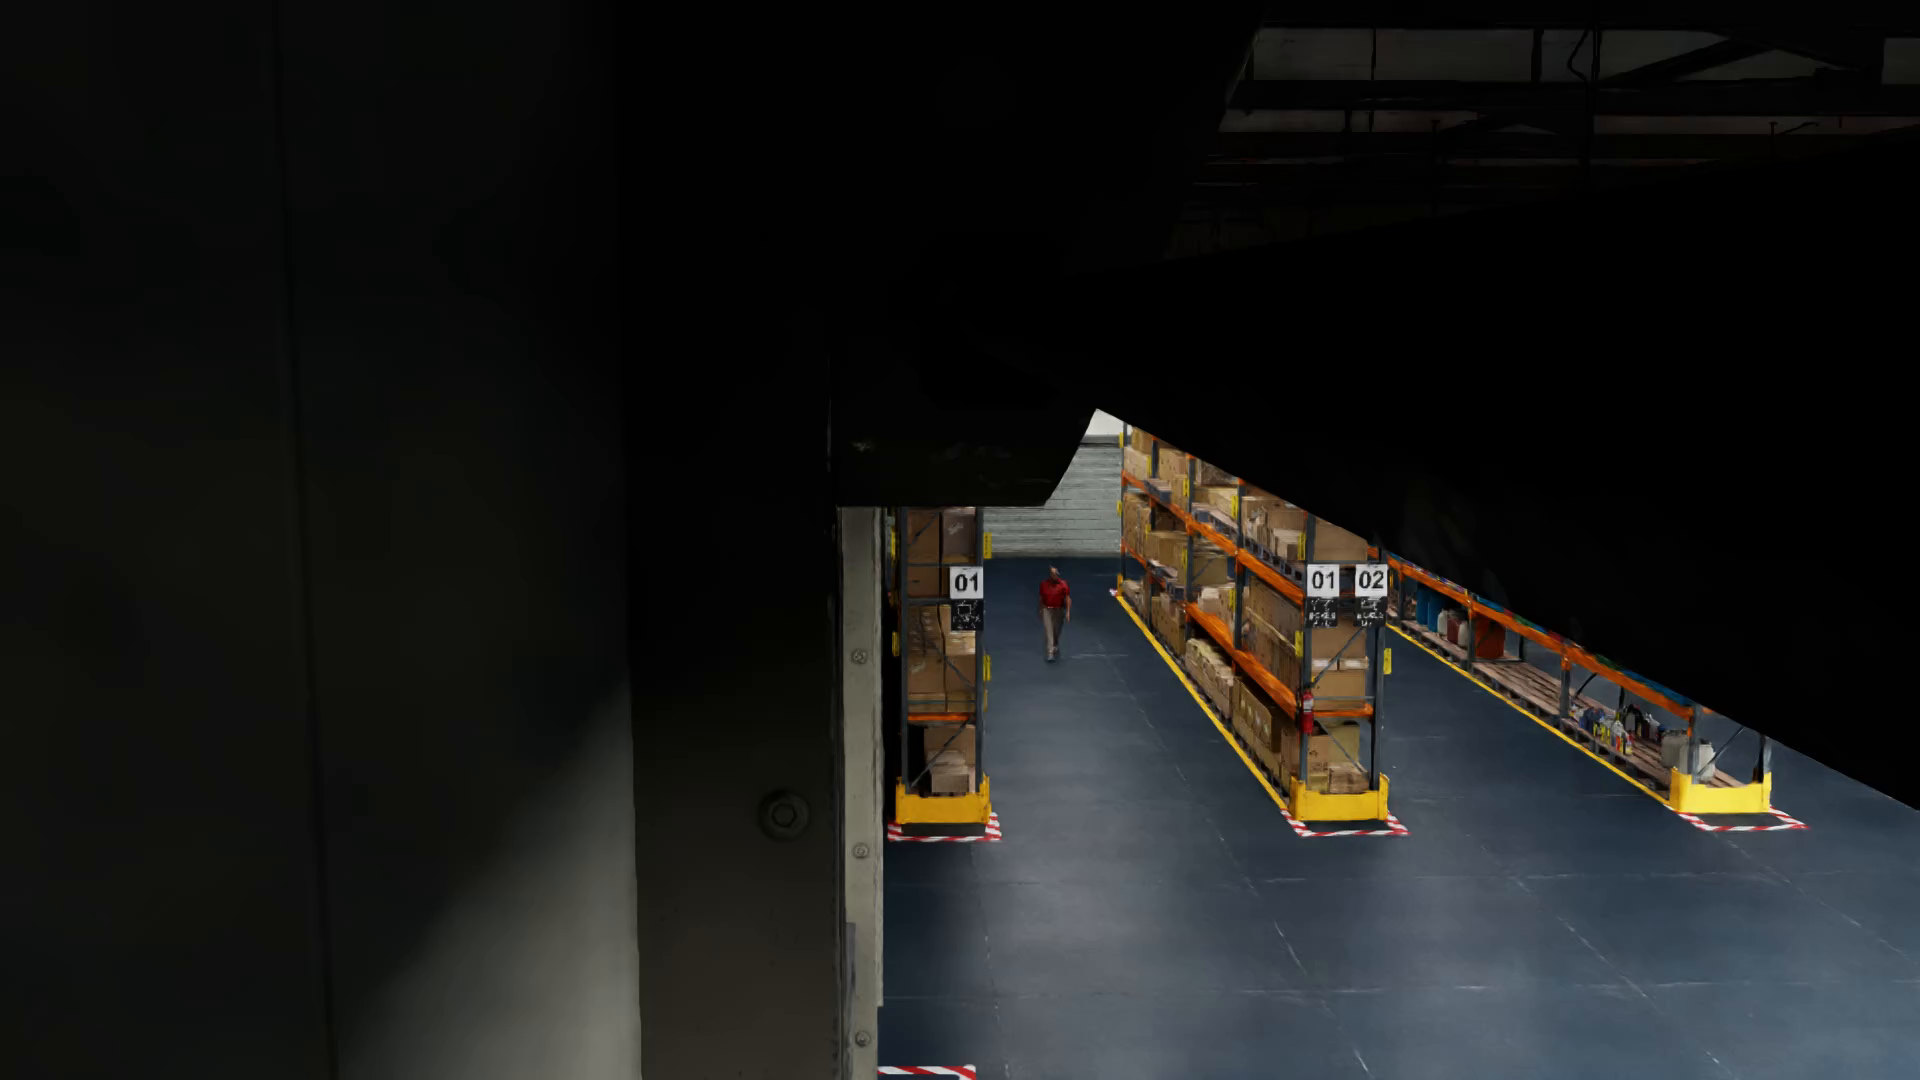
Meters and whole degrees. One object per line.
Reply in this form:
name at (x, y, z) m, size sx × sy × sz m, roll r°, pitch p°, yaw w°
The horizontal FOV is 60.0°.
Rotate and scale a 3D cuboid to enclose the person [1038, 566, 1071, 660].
person at (1.713, 1.290, 30.024) m, size 0.554 × 1.666 × 1.040 m, roll -1°, pitch 8°, yaw -4°
